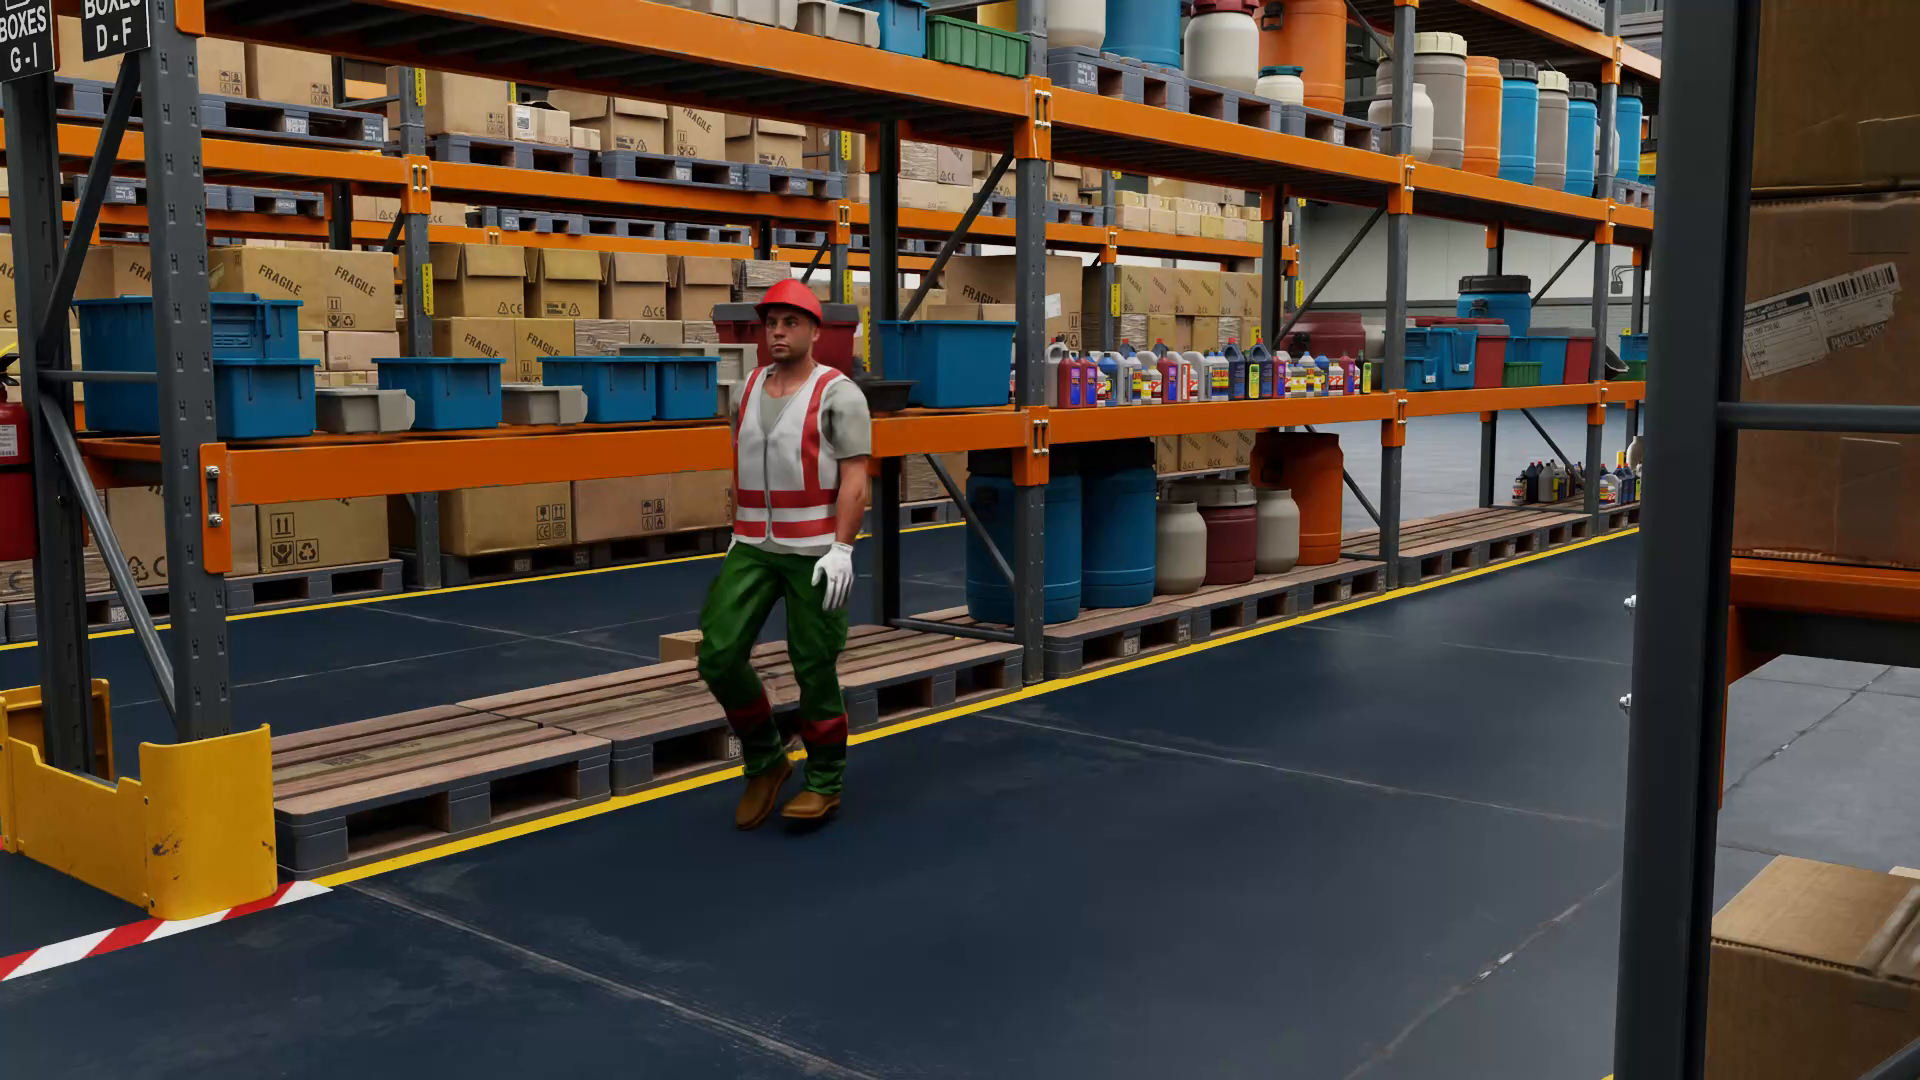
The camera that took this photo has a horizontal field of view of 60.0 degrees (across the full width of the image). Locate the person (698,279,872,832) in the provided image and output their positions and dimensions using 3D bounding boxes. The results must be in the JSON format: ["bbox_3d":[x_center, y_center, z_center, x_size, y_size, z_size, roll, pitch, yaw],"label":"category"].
[{"bbox_3d":[-0.583,0.065,5.428,0.591,1.819,0.480,3,7,23],"label":"person"}]
